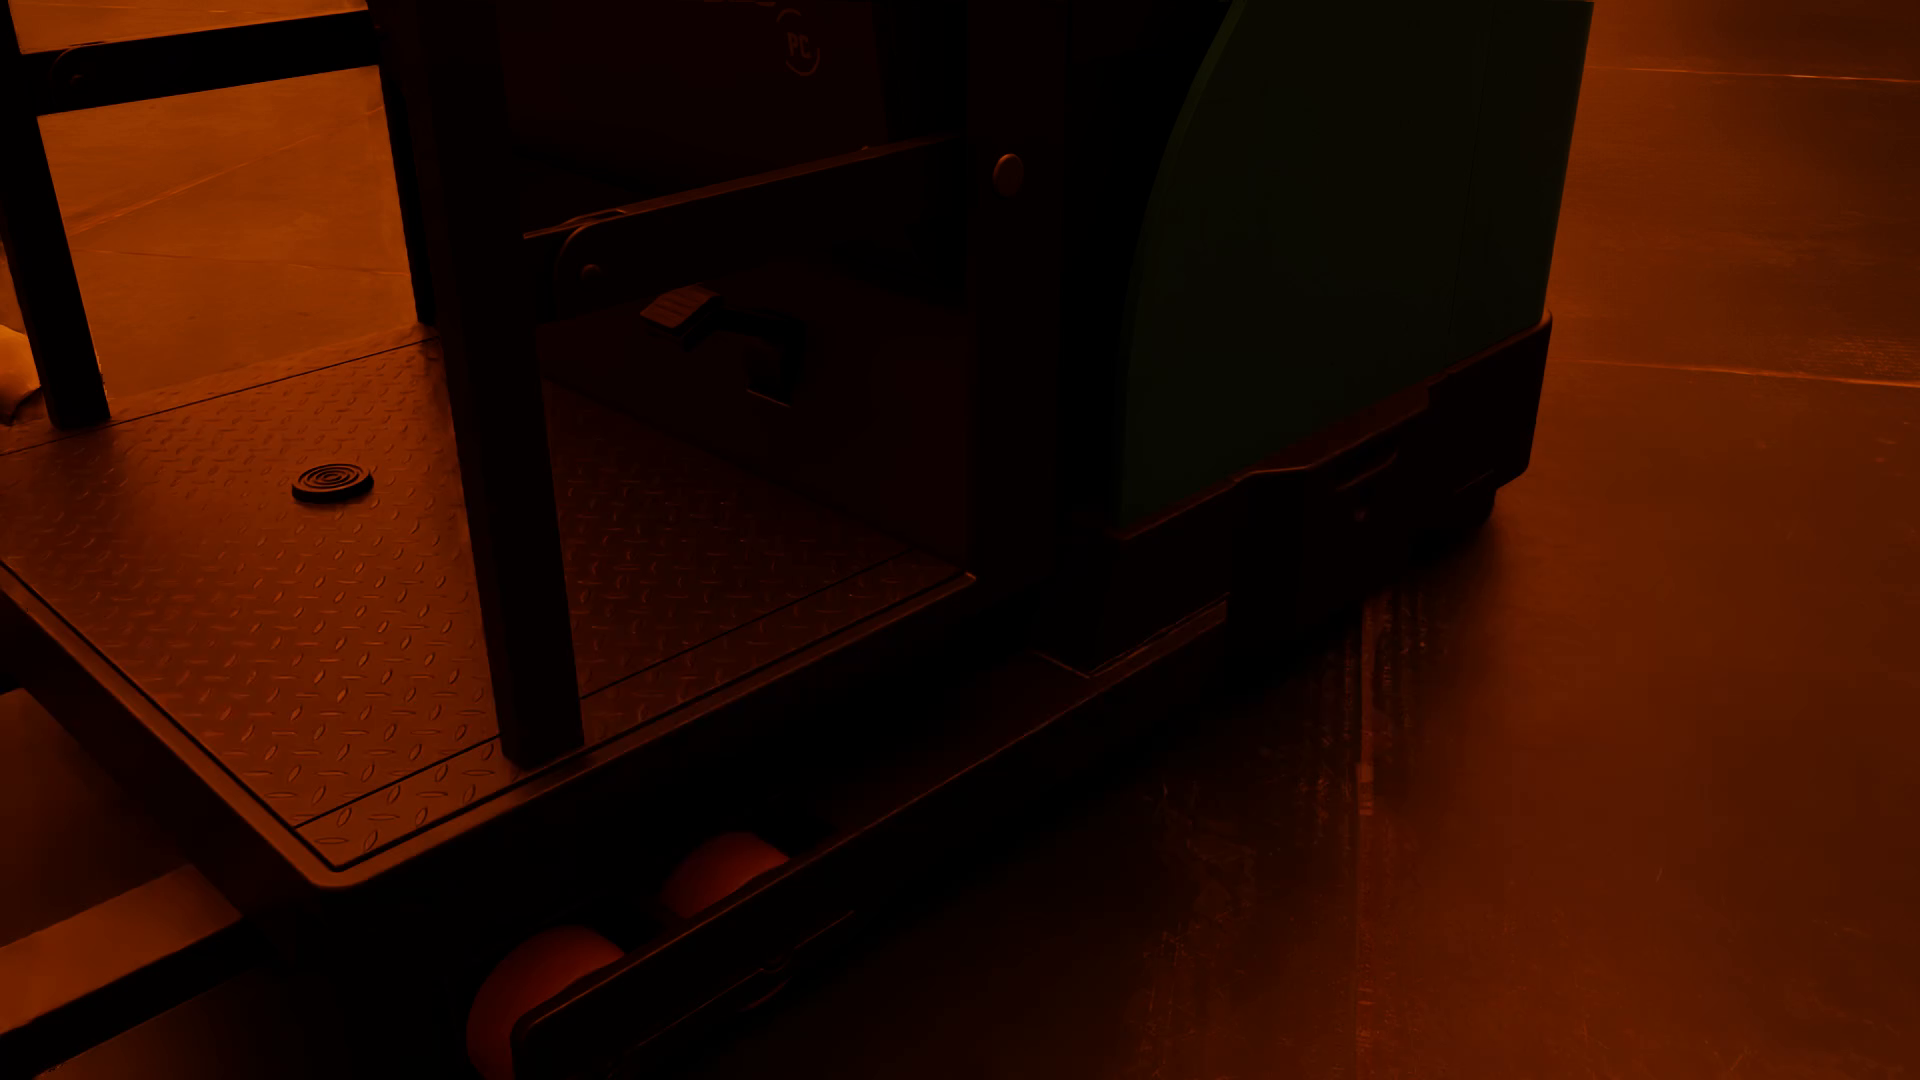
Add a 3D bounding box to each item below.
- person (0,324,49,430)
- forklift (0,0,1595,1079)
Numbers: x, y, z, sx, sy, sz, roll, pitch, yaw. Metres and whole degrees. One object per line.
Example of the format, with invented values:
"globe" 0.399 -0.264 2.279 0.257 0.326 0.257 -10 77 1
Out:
"person" -1.676 -0.687 2.148 0.789 1.554 0.961 1 27 1
"forklift" -0.508 -1.056 1.340 1.130 2.935 3.031 24 35 39
